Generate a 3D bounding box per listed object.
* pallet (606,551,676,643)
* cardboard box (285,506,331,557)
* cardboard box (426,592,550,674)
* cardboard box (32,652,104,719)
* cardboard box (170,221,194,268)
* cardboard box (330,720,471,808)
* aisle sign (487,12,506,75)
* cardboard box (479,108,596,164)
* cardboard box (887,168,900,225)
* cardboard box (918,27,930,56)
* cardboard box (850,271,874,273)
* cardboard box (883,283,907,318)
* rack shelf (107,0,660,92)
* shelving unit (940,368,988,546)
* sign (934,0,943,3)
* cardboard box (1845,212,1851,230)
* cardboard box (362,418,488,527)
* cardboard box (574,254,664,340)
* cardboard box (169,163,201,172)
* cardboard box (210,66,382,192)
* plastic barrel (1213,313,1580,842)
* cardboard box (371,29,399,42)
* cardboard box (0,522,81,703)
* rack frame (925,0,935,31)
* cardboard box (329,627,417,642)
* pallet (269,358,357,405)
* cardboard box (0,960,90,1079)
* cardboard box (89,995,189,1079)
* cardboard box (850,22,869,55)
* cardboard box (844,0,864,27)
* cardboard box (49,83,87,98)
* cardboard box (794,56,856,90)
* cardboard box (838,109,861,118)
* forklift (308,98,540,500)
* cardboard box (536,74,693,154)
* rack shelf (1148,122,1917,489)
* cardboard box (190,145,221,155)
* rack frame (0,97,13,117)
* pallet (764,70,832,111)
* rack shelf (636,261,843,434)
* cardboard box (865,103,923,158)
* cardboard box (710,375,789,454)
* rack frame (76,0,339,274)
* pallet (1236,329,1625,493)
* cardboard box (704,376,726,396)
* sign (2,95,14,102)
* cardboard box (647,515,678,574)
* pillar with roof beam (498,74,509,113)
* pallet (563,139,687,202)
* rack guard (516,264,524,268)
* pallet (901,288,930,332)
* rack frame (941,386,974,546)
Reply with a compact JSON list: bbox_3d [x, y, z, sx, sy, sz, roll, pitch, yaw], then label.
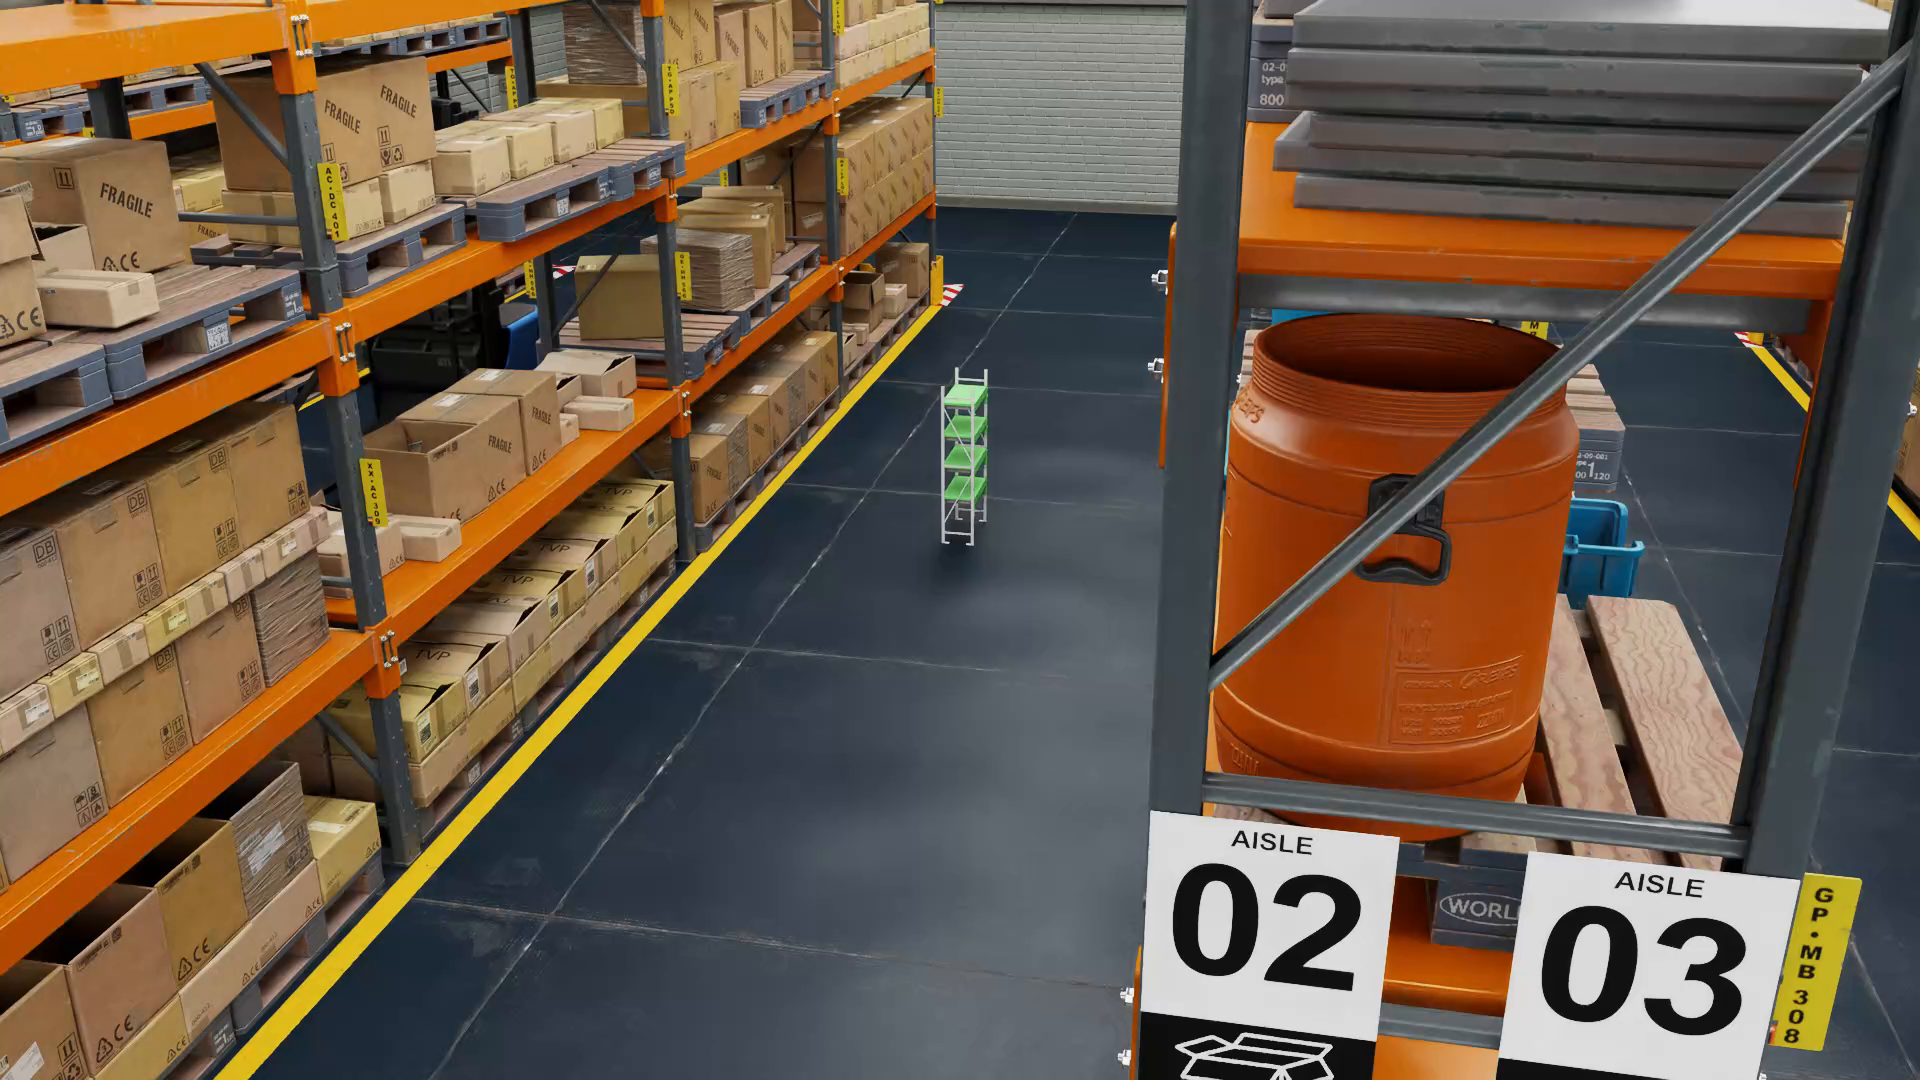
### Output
[{"bbox_3d":[-2.613,0.311,11.299,1.003,0.211,1.213,4,22,11],"label":"pallet"},{"bbox_3d":[-3.069,-0.049,7.458,0.380,0.149,0.250,4,22,11],"label":"cardboard box"},{"bbox_3d":[-2.683,0.499,9.468,0.500,0.311,0.500,4,22,9],"label":"cardboard box"},{"bbox_3d":[-3.381,0.513,6.064,0.380,0.149,0.250,5,23,13],"label":"cardboard box"},{"bbox_3d":[-6.689,-2.381,13.691,0.500,0.500,0.500,4,22,11],"label":"cardboard box"},{"bbox_3d":[-2.898,1.134,8.640,0.500,0.250,0.500,4,22,10],"label":"cardboard box"},{"bbox_3d":[-5.317,-5.792,19.240,0.394,0.787,0.004,4,22,11],"label":"aisle sign"},{"bbox_3d":[-2.534,-2.434,10.005,0.500,0.250,0.500,5,22,12],"label":"cardboard box"},{"bbox_3d":[-0.912,-3.512,16.924,0.500,0.500,0.500,4,22,10],"label":"cardboard box"},{"bbox_3d":[-0.621,-5.320,17.734,0.500,0.250,0.500,4,22,11],"label":"cardboard box"},{"bbox_3d":[-1.197,-2.961,18.918,0.380,0.149,0.250,4,22,11],"label":"cardboard box"},{"bbox_3d":[-0.868,-2.572,17.817,0.500,0.250,0.500,4,22,11],"label":"cardboard box"},{"bbox_3d":[-2.815,-2.813,8.790,1.077,0.370,4.000,4,22,11],"label":"rack shelf"},{"bbox_3d":[0.034,-0.617,12.280,0.258,1.200,0.503,4,22,11],"label":"shelving unit"},{"bbox_3d":[-0.236,-5.959,17.933,0.100,0.325,0.005,4,22,11],"label":"sign"},{"bbox_3d":[8.253,-2.798,15.088,0.500,0.250,0.500,4,22,10],"label":"cardboard box"},{"bbox_3d":[-2.943,-0.336,9.039,0.500,0.500,0.500,6,23,15],"label":"cardboard box"},{"bbox_3d":[-2.389,-1.761,12.014,0.700,0.500,0.500,-3,22,-7],"label":"cardboard box"},{"bbox_3d":[-6.988,-3.137,14.565,0.500,0.250,0.500,4,22,9],"label":"cardboard box"},{"bbox_3d":[-3.059,-1.905,7.687,0.500,0.500,0.500,5,22,12],"label":"cardboard box"},{"bbox_3d":[0.784,0.051,3.058,0.600,0.830,0.708,4,22,11],"label":"plastic barrel"},{"bbox_3d":[-5.924,-5.100,16.492,0.500,0.250,0.500,4,22,10],"label":"cardboard box"},{"bbox_3d":[-3.615,0.248,5.853,0.700,0.500,0.500,4,22,11],"label":"cardboard box"},{"bbox_3d":[-0.775,-6.989,17.662,1.000,3.000,0.127,4,22,11],"label":"rack frame"},{"bbox_3d":[-3.321,0.642,9.112,0.500,0.311,0.500,5,22,12],"label":"cardboard box"},{"bbox_3d":[-6.525,-1.538,15.890,1.003,0.211,1.213,4,22,11],"label":"pallet"},{"bbox_3d":[-3.523,1.832,5.904,0.500,0.500,0.500,4,22,11],"label":"cardboard box"},{"bbox_3d":[-3.405,1.998,6.495,0.500,0.250,0.500,4,22,11],"label":"cardboard box"},{"bbox_3d":[-1.148,-4.639,15.373,0.500,0.250,0.500,4,22,11],"label":"cardboard box"},{"bbox_3d":[-1.288,-4.998,15.260,0.700,0.500,0.500,4,22,11],"label":"cardboard box"},{"bbox_3d":[-7.158,-3.678,12.733,0.700,0.500,0.500,3,22,8],"label":"cardboard box"},{"bbox_3d":[-1.249,-4.224,15.012,0.500,0.250,0.500,4,22,11],"label":"cardboard box"},{"bbox_3d":[-1.330,-4.200,17.294,0.500,0.500,0.500,5,22,12],"label":"cardboard box"},{"bbox_3d":[-4.386,-1.920,13.197,1.130,2.935,3.031,4,22,11],"label":"forklift"},{"bbox_3d":[-2.351,-2.880,11.341,0.910,0.500,0.500,4,22,11],"label":"cardboard box"},{"bbox_3d":[1.217,-0.971,4.217,1.077,0.370,4.000,4,22,11],"label":"rack shelf"},{"bbox_3d":[-6.790,-3.513,15.498,0.500,0.250,0.500,5,23,13],"label":"cardboard box"},{"bbox_3d":[-7.257,-4.440,11.331,1.000,3.000,0.127,4,22,11],"label":"rack frame"},{"bbox_3d":[-1.793,-3.814,14.046,1.213,0.211,1.003,4,22,11],"label":"pallet"},{"bbox_3d":[-1.999,-1.678,13.468,1.077,0.370,4.000,4,22,11],"label":"rack shelf"},{"bbox_3d":[-0.699,-4.348,17.662,0.500,0.500,0.500,5,22,12],"label":"cardboard box"},{"bbox_3d":[-1.724,-1.036,13.668,0.500,0.500,0.500,4,22,9],"label":"cardboard box"},{"bbox_3d":[-3.223,-2.600,6.765,1.000,3.000,0.127,4,22,11],"label":"rack frame"},{"bbox_3d":[1.573,-0.471,5.746,1.213,0.211,1.003,4,22,11],"label":"pallet"},{"bbox_3d":[-2.239,-1.067,13.744,0.500,0.500,0.500,4,22,9],"label":"cardboard box"},{"bbox_3d":[-6.727,-3.246,11.691,0.100,0.325,0.005,4,22,11],"label":"sign"},{"bbox_3d":[-2.276,0.011,11.429,0.500,0.250,0.500,5,22,12],"label":"cardboard box"},{"bbox_3d":[-1.706,-8.091,20.397,9.100,9.000,0.400,4,22,11],"label":"pillar with roof beam"},{"bbox_3d":[-2.458,-2.329,10.360,1.213,0.211,1.003,6,23,13],"label":"pallet"},{"bbox_3d":[-5.620,-3.432,20.205,1.175,0.500,0.348,4,22,11],"label":"rack guard"},{"bbox_3d":[-0.952,-2.593,18.510,1.003,0.211,1.213,4,22,11],"label":"pallet"},{"bbox_3d":[-0.016,-0.528,12.058,0.240,1.200,0.015,4,22,11],"label":"rack frame"}]
